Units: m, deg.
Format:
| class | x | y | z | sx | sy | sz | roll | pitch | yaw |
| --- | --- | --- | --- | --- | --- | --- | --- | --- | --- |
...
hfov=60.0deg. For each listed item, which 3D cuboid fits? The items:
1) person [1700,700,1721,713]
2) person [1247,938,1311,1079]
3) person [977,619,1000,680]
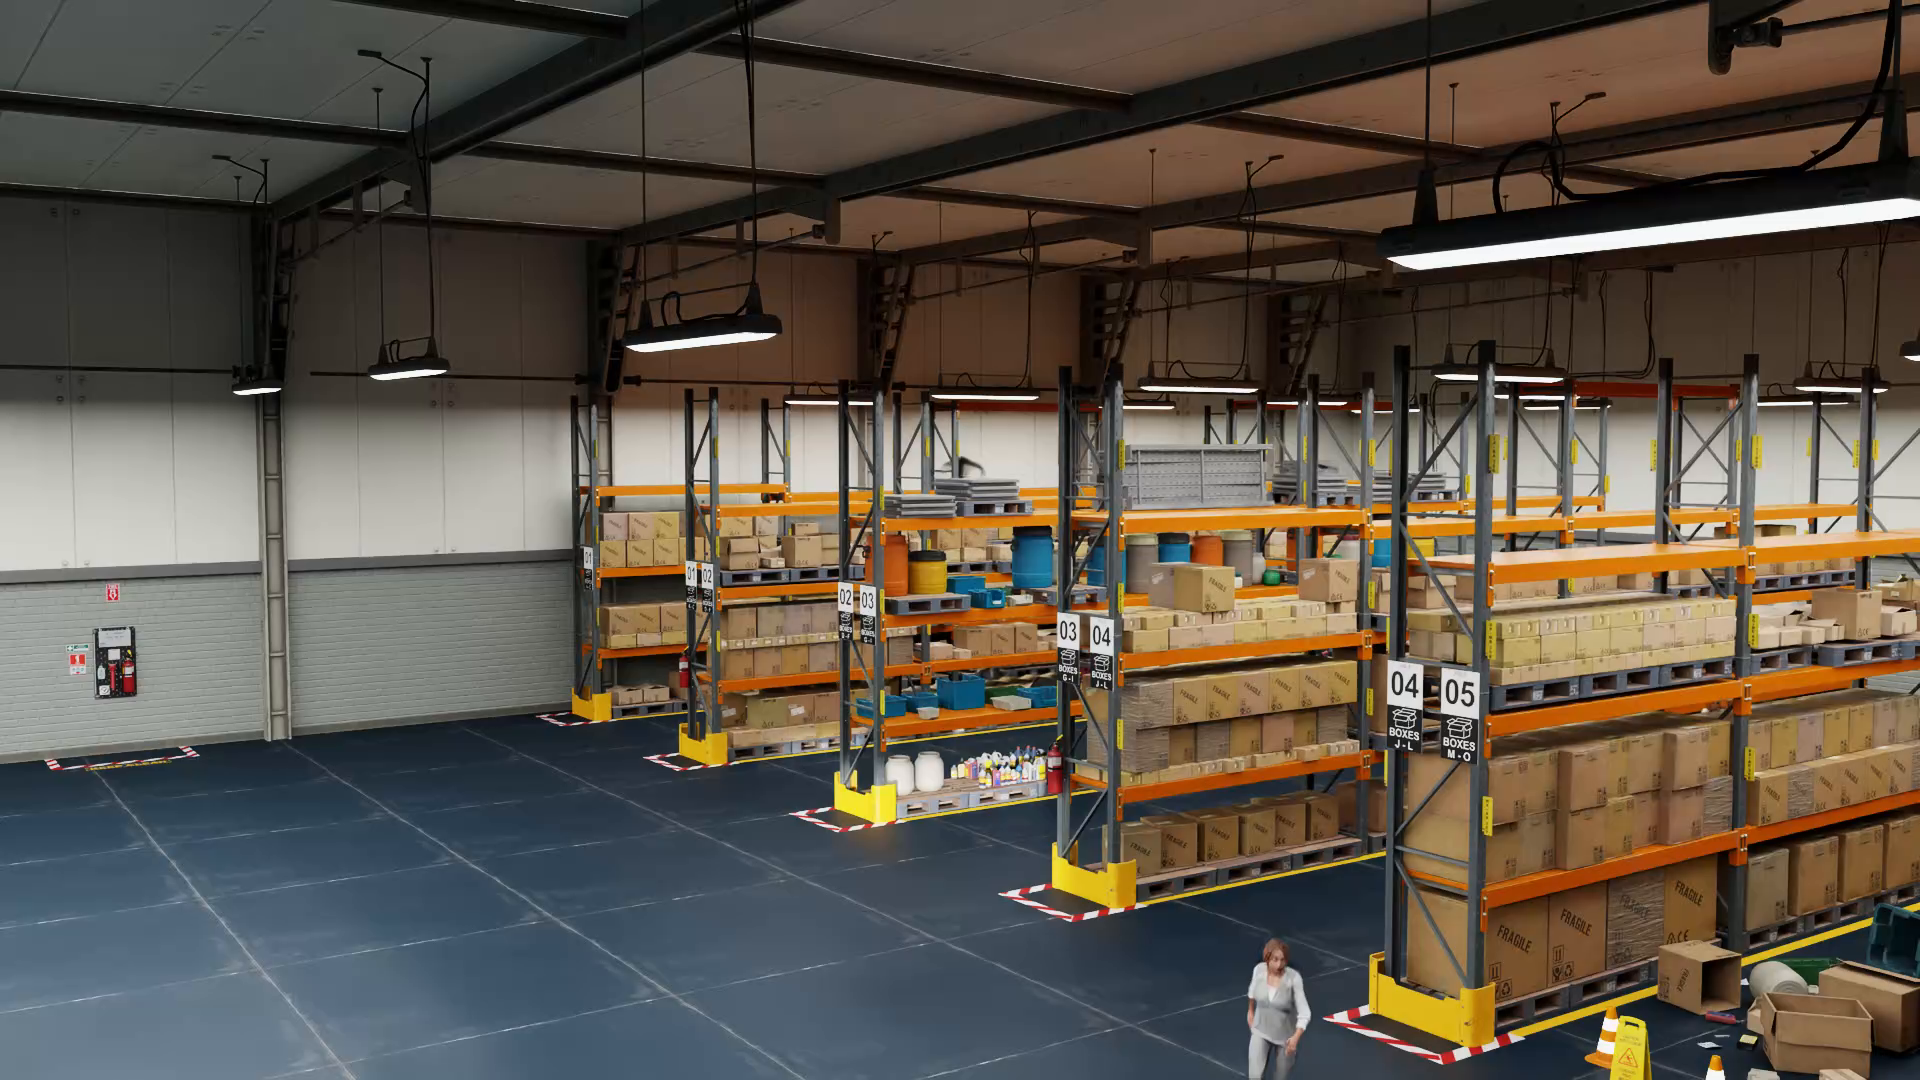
| class | x | y | z | sx | sy | sz | roll | pitch | yaw |
| --- | --- | --- | --- | --- | --- | --- | --- | --- | --- |
| person | 10.406 | 2.931 | 22.993 | 0.923 | 1.656 | 0.623 | -2 | 4 | -35 |
| person | 2.307 | 3.648 | 12.129 | 0.505 | 1.540 | 0.780 | 1 | 4 | 18 |
| person | 0.617 | 2.303 | 33.036 | 0.674 | 1.759 | 0.645 | -3 | 4 | -39 |
